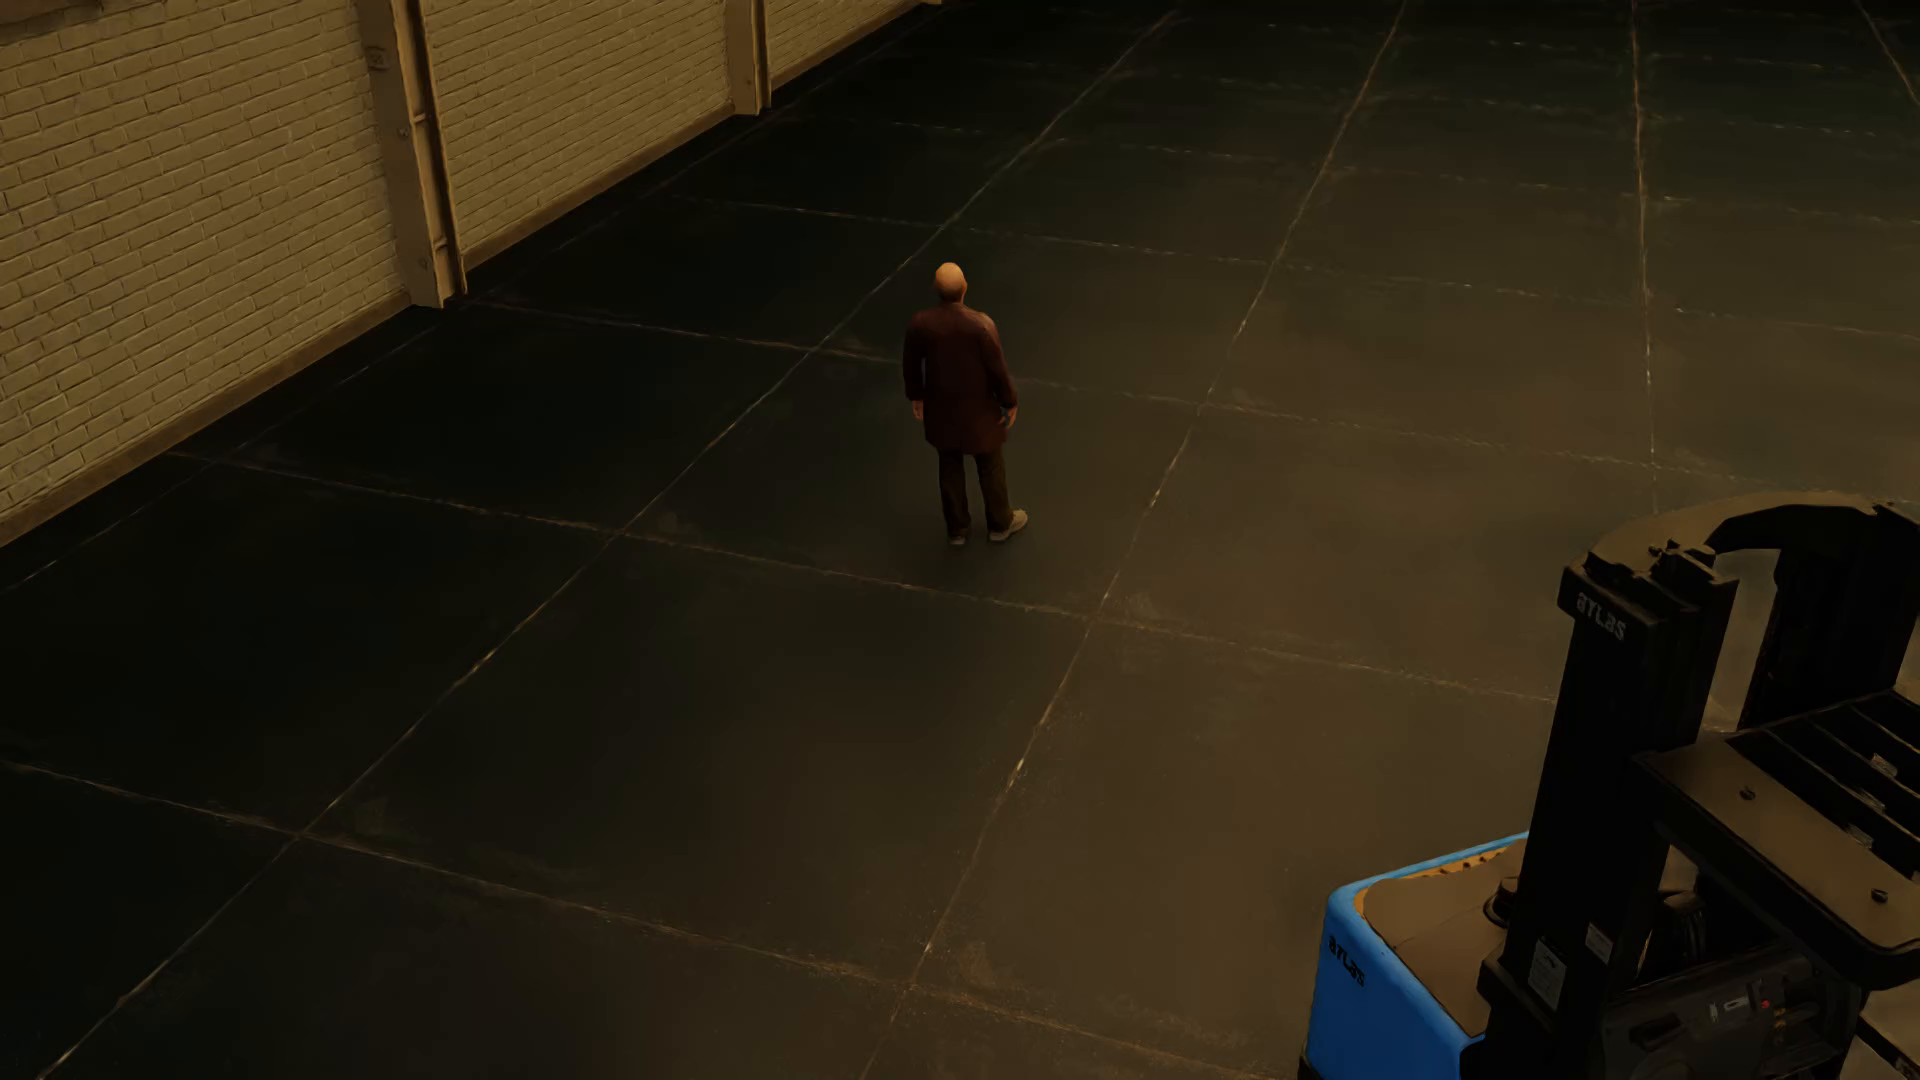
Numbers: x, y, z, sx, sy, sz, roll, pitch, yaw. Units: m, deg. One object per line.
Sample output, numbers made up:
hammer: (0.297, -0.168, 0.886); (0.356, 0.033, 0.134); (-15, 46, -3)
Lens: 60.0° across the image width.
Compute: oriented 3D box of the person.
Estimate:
person: (0.034, -0.820, 9.726); (0.694, 1.776, 0.580); (10, 31, 16)

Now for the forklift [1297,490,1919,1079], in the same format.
forklift: (2.279, 1.466, 4.566); (1.130, 2.935, 3.031); (-11, 32, -19)
